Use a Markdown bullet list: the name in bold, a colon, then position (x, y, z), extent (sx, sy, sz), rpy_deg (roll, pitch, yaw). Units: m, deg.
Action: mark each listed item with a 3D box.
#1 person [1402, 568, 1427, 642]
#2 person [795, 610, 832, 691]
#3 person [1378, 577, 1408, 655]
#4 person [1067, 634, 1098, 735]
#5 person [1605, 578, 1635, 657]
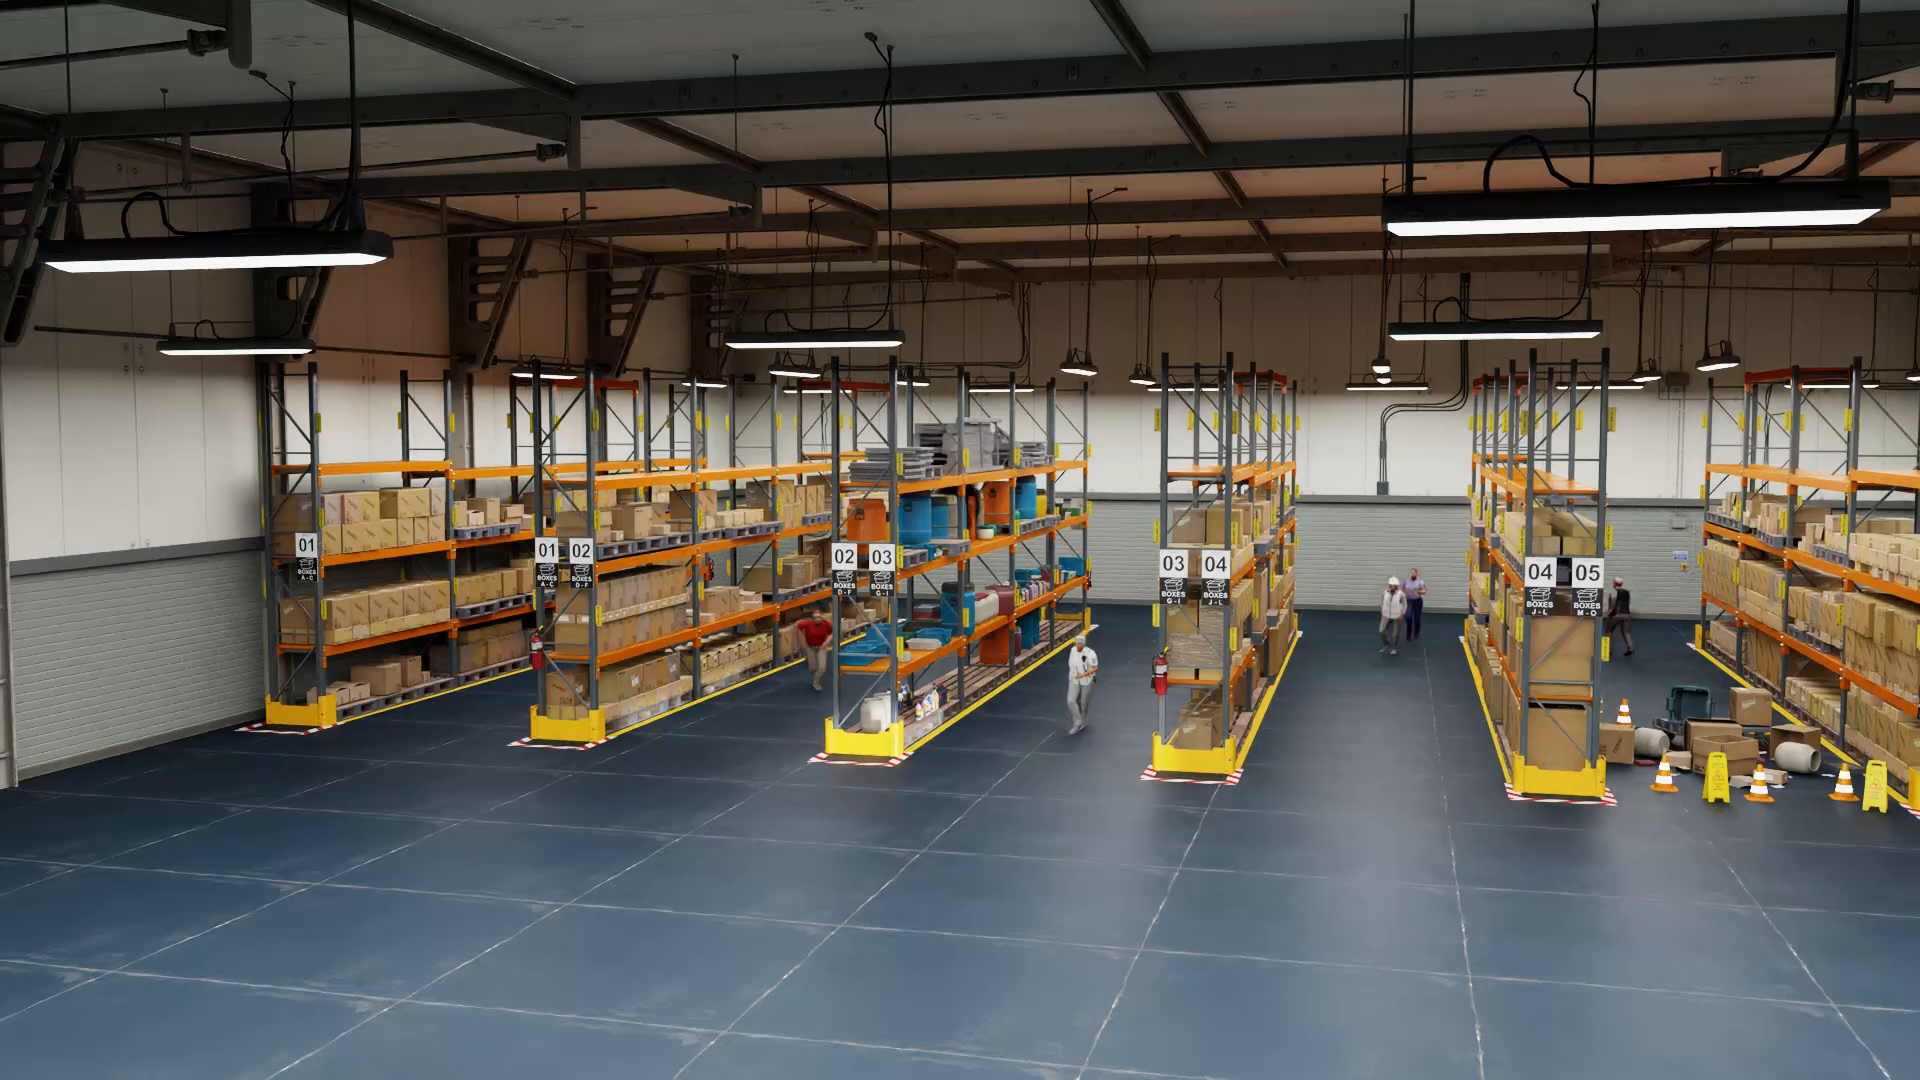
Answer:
- **person**: position (10.436, 1.490, 38.216), extent (0.587, 1.688, 0.723), rpy_deg (1, 4, 19)
- **person**: position (-2.729, 2.056, 31.109), extent (0.690, 1.553, 0.856), rpy_deg (0, 4, -6)
- **person**: position (9.276, 1.630, 35.585), extent (0.650, 1.714, 0.738), rpy_deg (2, 5, 29)
- **person**: position (2.020, 2.302, 26.912), extent (0.544, 1.625, 0.835), rpy_deg (1, 4, 20)
- **person**: position (14.040, 1.669, 35.365), extent (0.652, 1.711, 0.966), rpy_deg (-1, 4, -10)
